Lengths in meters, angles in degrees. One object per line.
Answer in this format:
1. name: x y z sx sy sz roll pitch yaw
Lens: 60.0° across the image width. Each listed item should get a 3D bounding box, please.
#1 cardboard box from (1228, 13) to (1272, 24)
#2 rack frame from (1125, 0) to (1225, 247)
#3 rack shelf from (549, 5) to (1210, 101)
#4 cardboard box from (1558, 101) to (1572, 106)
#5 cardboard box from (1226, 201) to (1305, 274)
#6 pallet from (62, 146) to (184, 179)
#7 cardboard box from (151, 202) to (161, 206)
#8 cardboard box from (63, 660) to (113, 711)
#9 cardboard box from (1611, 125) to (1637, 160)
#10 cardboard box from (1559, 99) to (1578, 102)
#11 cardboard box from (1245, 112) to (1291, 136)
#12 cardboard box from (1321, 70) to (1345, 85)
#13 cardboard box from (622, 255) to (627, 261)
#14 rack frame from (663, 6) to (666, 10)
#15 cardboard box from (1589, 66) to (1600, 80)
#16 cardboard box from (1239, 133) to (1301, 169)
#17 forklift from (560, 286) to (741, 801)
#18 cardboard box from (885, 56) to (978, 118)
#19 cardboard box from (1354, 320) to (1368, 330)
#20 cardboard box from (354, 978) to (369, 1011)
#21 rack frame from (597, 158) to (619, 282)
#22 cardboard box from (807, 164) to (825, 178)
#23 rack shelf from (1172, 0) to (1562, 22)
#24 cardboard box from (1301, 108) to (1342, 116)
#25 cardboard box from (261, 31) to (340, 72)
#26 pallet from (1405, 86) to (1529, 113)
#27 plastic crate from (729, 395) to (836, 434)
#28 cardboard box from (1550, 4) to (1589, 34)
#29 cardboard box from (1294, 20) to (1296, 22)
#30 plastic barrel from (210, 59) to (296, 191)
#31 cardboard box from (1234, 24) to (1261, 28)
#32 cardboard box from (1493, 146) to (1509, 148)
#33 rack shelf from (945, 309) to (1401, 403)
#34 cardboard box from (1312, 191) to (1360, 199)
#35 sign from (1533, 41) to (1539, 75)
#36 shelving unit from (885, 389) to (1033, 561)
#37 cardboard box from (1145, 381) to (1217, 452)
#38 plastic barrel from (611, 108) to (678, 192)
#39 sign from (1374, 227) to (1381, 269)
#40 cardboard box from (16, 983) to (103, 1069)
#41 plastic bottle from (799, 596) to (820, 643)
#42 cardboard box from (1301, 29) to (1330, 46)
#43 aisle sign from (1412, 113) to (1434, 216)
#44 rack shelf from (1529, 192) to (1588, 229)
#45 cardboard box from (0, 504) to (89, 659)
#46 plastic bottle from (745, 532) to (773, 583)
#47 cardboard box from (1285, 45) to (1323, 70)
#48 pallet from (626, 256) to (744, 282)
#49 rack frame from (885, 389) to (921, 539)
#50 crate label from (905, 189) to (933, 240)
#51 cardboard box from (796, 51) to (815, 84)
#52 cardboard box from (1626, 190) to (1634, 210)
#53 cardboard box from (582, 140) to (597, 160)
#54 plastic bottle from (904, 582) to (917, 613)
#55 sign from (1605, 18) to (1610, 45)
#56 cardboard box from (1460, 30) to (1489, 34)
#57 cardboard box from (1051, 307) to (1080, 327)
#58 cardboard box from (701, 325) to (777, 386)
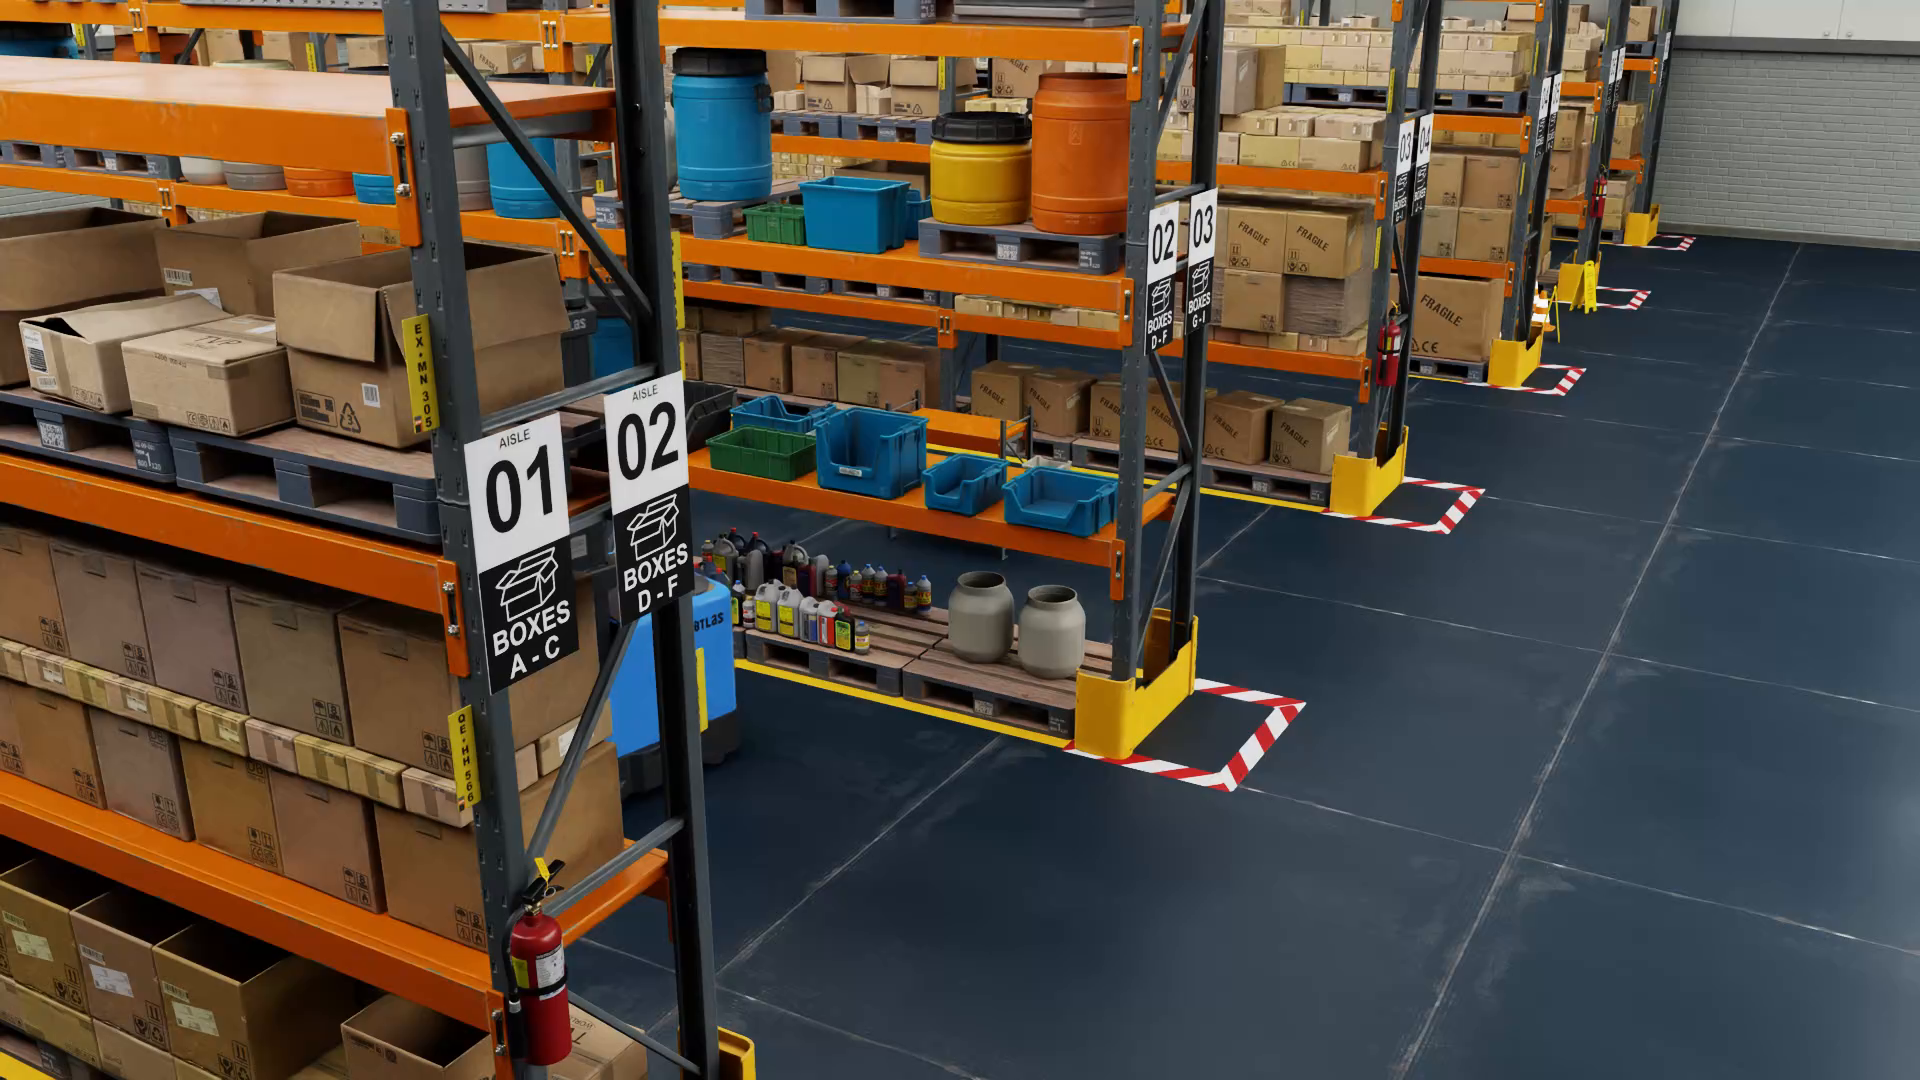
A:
1. cardboard box: 4.187 -7.468 24.027 0.500 0.250 0.500 10 22 26
2. rack frame: 1.185 -3.130 8.798 0.127 3.000 1.000 11 23 27
3. rack shelf: -0.561 -2.937 9.906 4.000 0.370 1.077 11 23 27
4. cardboard box: 9.501 -6.843 26.296 0.250 0.149 0.380 11 23 29
5. cardboard box: 2.561 -2.541 13.922 0.500 0.500 0.500 11 23 27
6. pallet: -6.419 -3.118 13.441 1.213 0.211 1.003 11 23 27
7. cardboard box: -9.623 -4.270 20.522 0.500 0.250 0.500 10 22 27
8. cardboard box: -3.231 0.506 6.475 0.250 0.149 0.380 11 22 27
9. cardboard box: 10.294 -6.264 26.088 0.500 0.500 0.500 10 22 26
10. cardboard box: 9.762 -7.000 26.729 0.250 0.149 0.380 12 23 29
11. cardboard box: 2.513 -3.391 13.550 0.250 0.149 0.380 11 23 28
12. cardboard box: 4.096 -5.031 18.044 0.250 0.149 0.380 11 23 28
13. cardboard box: -3.675 -3.324 17.983 0.500 0.500 0.500 12 23 29
14. rack frame: -4.368 -8.060 22.389 0.127 3.000 1.000 11 23 27
15. cardboard box: 8.303 -6.179 21.969 0.250 0.149 0.380 11 23 27
16. cardboard box: 2.619 -3.211 13.639 0.500 0.250 0.500 11 23 28
17. forklift: -2.676 0.145 8.667 1.130 2.935 3.031 18 27 40
18. cardboard box: -0.253 -4.214 15.416 0.637 0.503 0.797 10 22 25
19. cardboard box: 3.468 -1.785 14.255 0.250 0.149 0.380 11 23 27
20. cardboard box: -2.473 1.589 6.902 0.500 0.500 0.500 11 23 27
21. rack frame: -3.383 -3.115 17.554 0.127 3.000 1.000 11 23 27
22. cardboard box: -1.763 -4.785 21.472 0.250 0.149 0.380 12 23 29
23. rack shelf: 4.362 -5.871 17.995 4.000 0.370 1.077 11 23 27
24. cardboard box: 3.014 -3.504 13.861 0.250 0.149 0.380 10 22 26
25. cardboard box: -7.588 -5.594 19.080 0.500 0.500 0.700 9 22 24
26. pallet: 5.455 -4.733 17.746 1.213 0.211 1.003 11 23 27
27. plastic crate: -1.208 -0.802 11.396 0.616 0.251 0.499 11 23 27
28. cardboard box: 9.501 -8.116 26.032 0.500 0.500 0.700 11 23 28
29. cardboard box: 5.763 -8.757 28.289 0.250 0.166 0.380 11 23 27
30. plastic barrel: -5.188 -3.085 12.337 0.600 0.901 0.600 0 20 0
31. cardboard box: 3.311 -5.813 19.029 0.250 0.149 0.380 11 23 27
32. cardboard box: 7.391 -5.015 22.208 0.500 0.500 0.500 11 23 27
33. rack shelf: 1.855 -1.779 14.926 4.000 0.370 1.077 11 23 27
34. cardboard box: 4.329 -4.143 18.584 0.500 0.550 0.875 11 23 27
35. sign: 5.831 -4.874 16.823 0.005 0.325 0.100 11 23 27
36. shelving unit: -0.006 -0.530 13.176 1.048 1.125 0.538 11 23 27
37. cardboard box: 1.988 -1.115 15.089 0.500 0.500 0.500 13 24 32
38. plastic barrel: -2.027 -2.505 10.694 0.421 0.512 0.421 0 20 0
39. sign: 3.313 -2.316 13.189 0.005 0.325 0.100 11 23 27
40. cardboard box: -3.601 1.930 7.061 0.500 0.250 0.500 11 23 27
41. plastic bottle: -0.960 0.515 10.895 0.135 0.276 0.152 10 22 26
42. cardboard box: 3.880 -5.448 18.023 0.250 0.149 0.380 11 23 27
43. aisle sign: 3.801 -3.086 13.661 0.004 0.787 0.394 11 23 27
44. rack shelf: 6.688 -4.729 23.059 4.000 0.370 1.077 11 23 27
45. cardboard box: -3.457 0.081 6.694 0.500 0.500 0.700 11 23 27
46. plastic bottle: -1.436 0.116 11.885 0.185 0.351 0.144 10 22 25
47. cardboard box: 3.788 -5.302 18.204 0.500 0.250 0.500 11 22 27
48. pallet: -2.709 -2.938 17.347 1.003 0.211 1.213 11 23 27
49. rack frame: -0.450 -0.614 13.409 0.032 1.125 0.500 11 23 27
50. crate label: -0.288 -2.060 10.465 0.408 0.251 0.502 11 23 27
51. cardboard box: -1.941 -6.131 21.321 0.500 0.500 0.500 11 23 27
52. cardboard box: 10.542 -5.493 26.793 0.500 0.250 0.500 11 23 28
53. cardboard box: -4.928 -5.423 23.334 0.500 0.500 0.500 11 23 27
54. plastic bottle: -0.336 0.387 11.358 0.097 0.201 0.097 0 20 0
55. sign: 8.146 -6.399 20.911 0.005 0.325 0.100 11 23 27
56. cardboard box: 5.530 -5.390 17.864 0.250 0.149 0.380 10 22 27
57. cardboard box: 1.015 -2.035 14.945 0.250 0.149 0.380 11 23 27
58. cardboard box: -2.298 -1.953 17.371 0.500 0.500 0.700 9 22 23
